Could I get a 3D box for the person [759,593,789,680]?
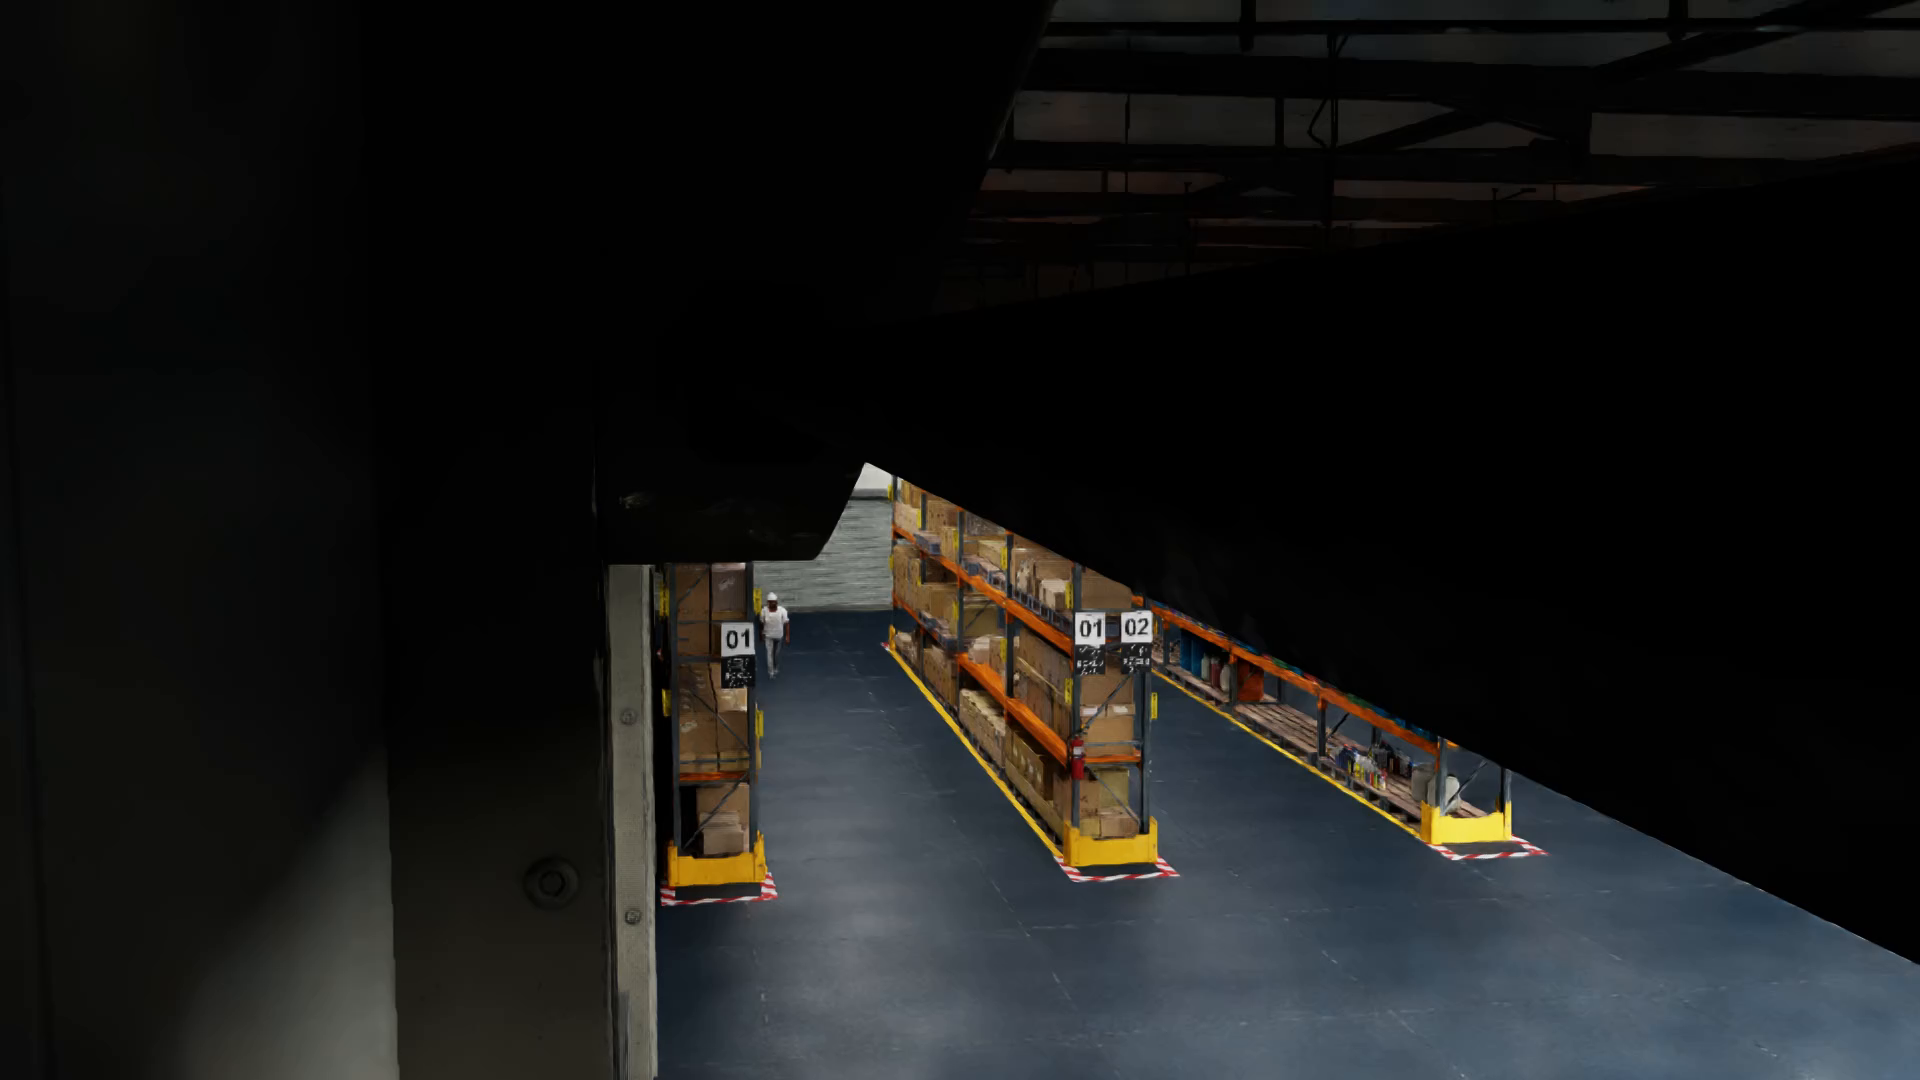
[{"bbox_3d":[-3.703,1.897,33.169,0.591,1.716,1.042,-1,6,-11],"label":"person"}]
